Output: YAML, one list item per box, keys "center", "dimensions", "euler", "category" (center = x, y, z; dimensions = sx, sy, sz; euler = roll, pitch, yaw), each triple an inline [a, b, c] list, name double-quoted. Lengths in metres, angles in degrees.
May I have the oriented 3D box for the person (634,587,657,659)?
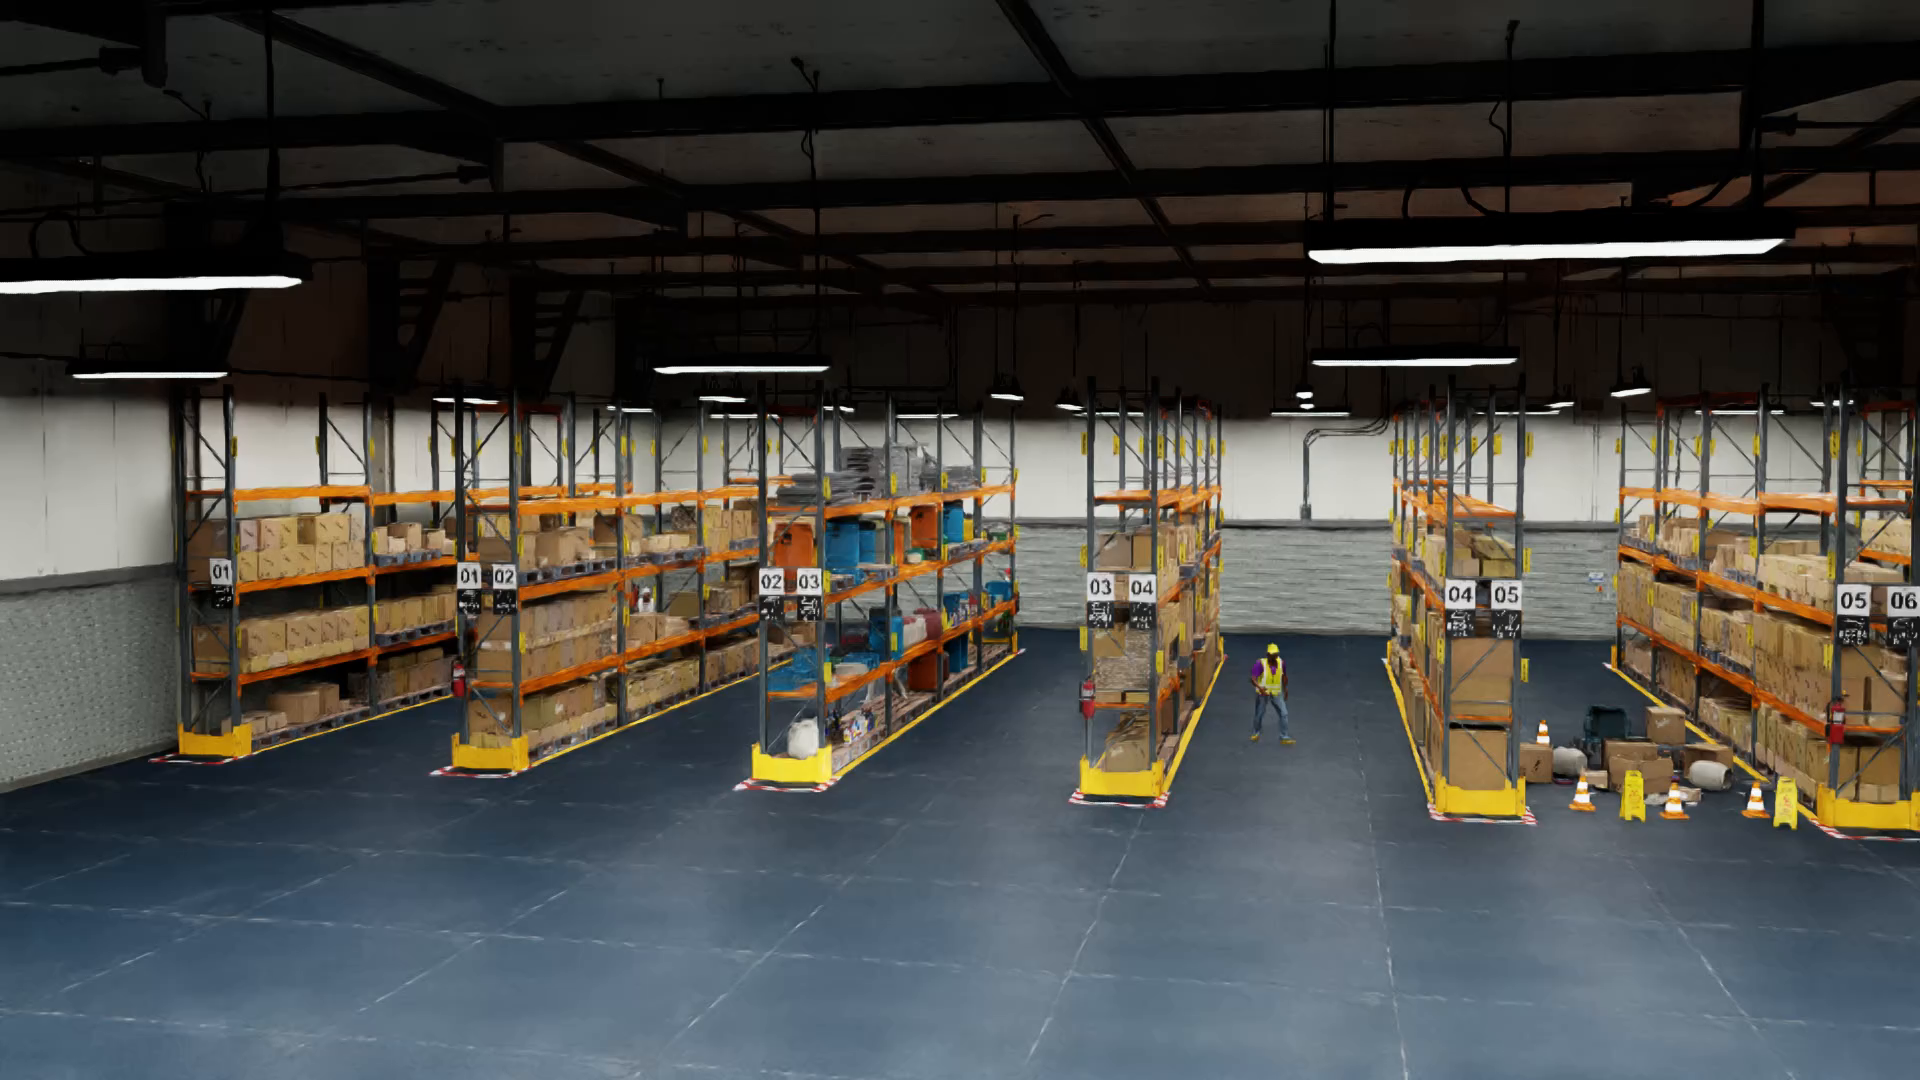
- center: [-7.328, 1.960, 39.033]
  dimensions: [0.702, 1.735, 0.549]
  euler: [1, 3, 10]
  category: "person"

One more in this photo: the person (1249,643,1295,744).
- center: [5.230, 2.575, 28.083]
  dimensions: [0.710, 1.703, 0.836]
  euler: [0, 3, -4]
  category: "person"

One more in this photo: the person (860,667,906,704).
- center: [-1.439, 2.280, 31.779]
  dimensions: [0.633, 1.743, 1.047]
  euler: [2, 4, 33]
  category: "person"

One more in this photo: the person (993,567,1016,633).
- center: [1.226, 1.609, 44.542]
  dimensions: [0.704, 1.780, 0.460]
  euler: [-3, 5, -45]
  category: "person"
